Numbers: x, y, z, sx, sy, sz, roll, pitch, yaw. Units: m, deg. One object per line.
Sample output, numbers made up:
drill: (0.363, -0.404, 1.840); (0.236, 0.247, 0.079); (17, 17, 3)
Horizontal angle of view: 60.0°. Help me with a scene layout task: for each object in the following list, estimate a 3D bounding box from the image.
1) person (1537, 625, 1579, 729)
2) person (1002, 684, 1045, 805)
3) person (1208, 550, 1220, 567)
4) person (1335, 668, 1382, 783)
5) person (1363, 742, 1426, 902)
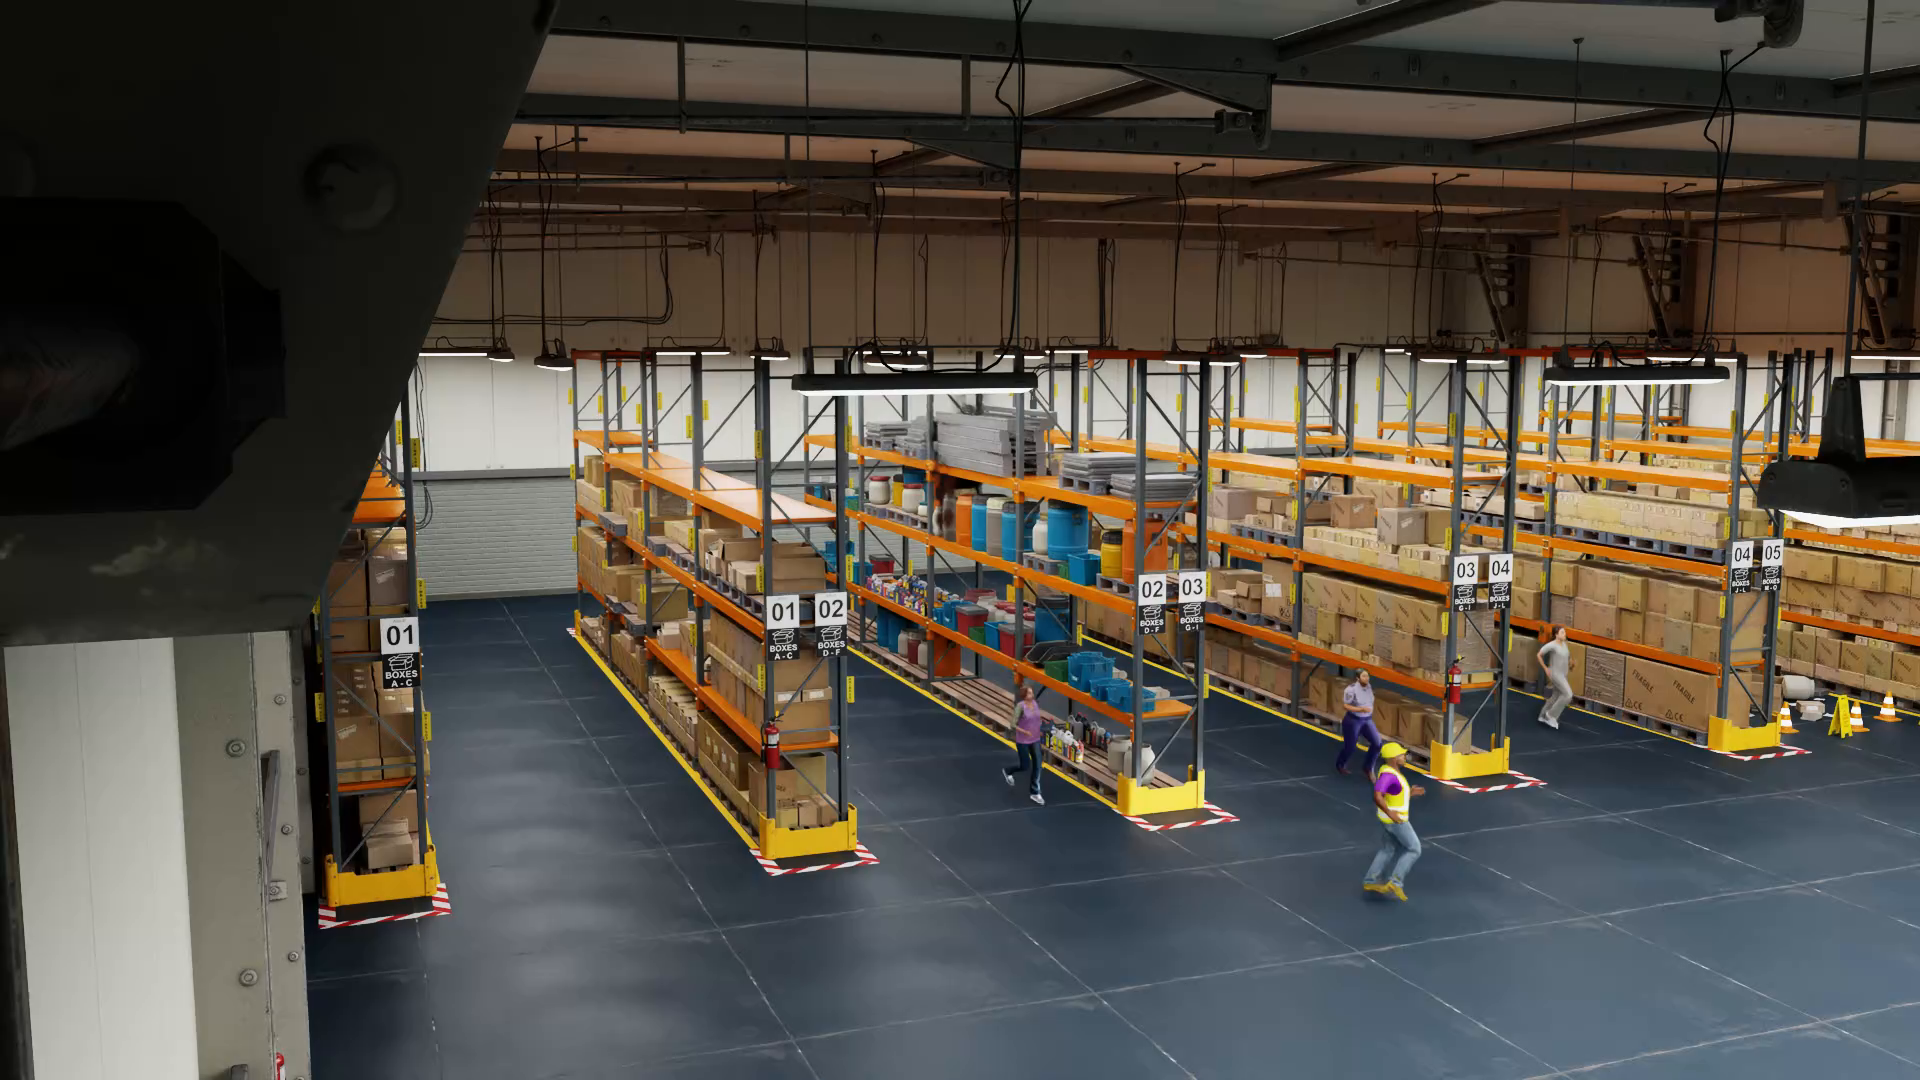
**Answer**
person: (9.600, 2.190, 26.672); (0.537, 1.659, 0.670); (-6, 9, -41)
person: (0.895, 2.753, 22.652); (0.538, 1.582, 0.812); (-5, 9, -37)
person: (6.396, 0.271, 41.805); (0.767, 1.746, 0.652); (-7, 10, -42)
person: (5.646, 2.616, 23.587); (0.619, 1.666, 0.784); (-3, 8, -24)
person: (4.890, 3.156, 18.637); (0.689, 1.804, 0.675); (0, 7, 3)
